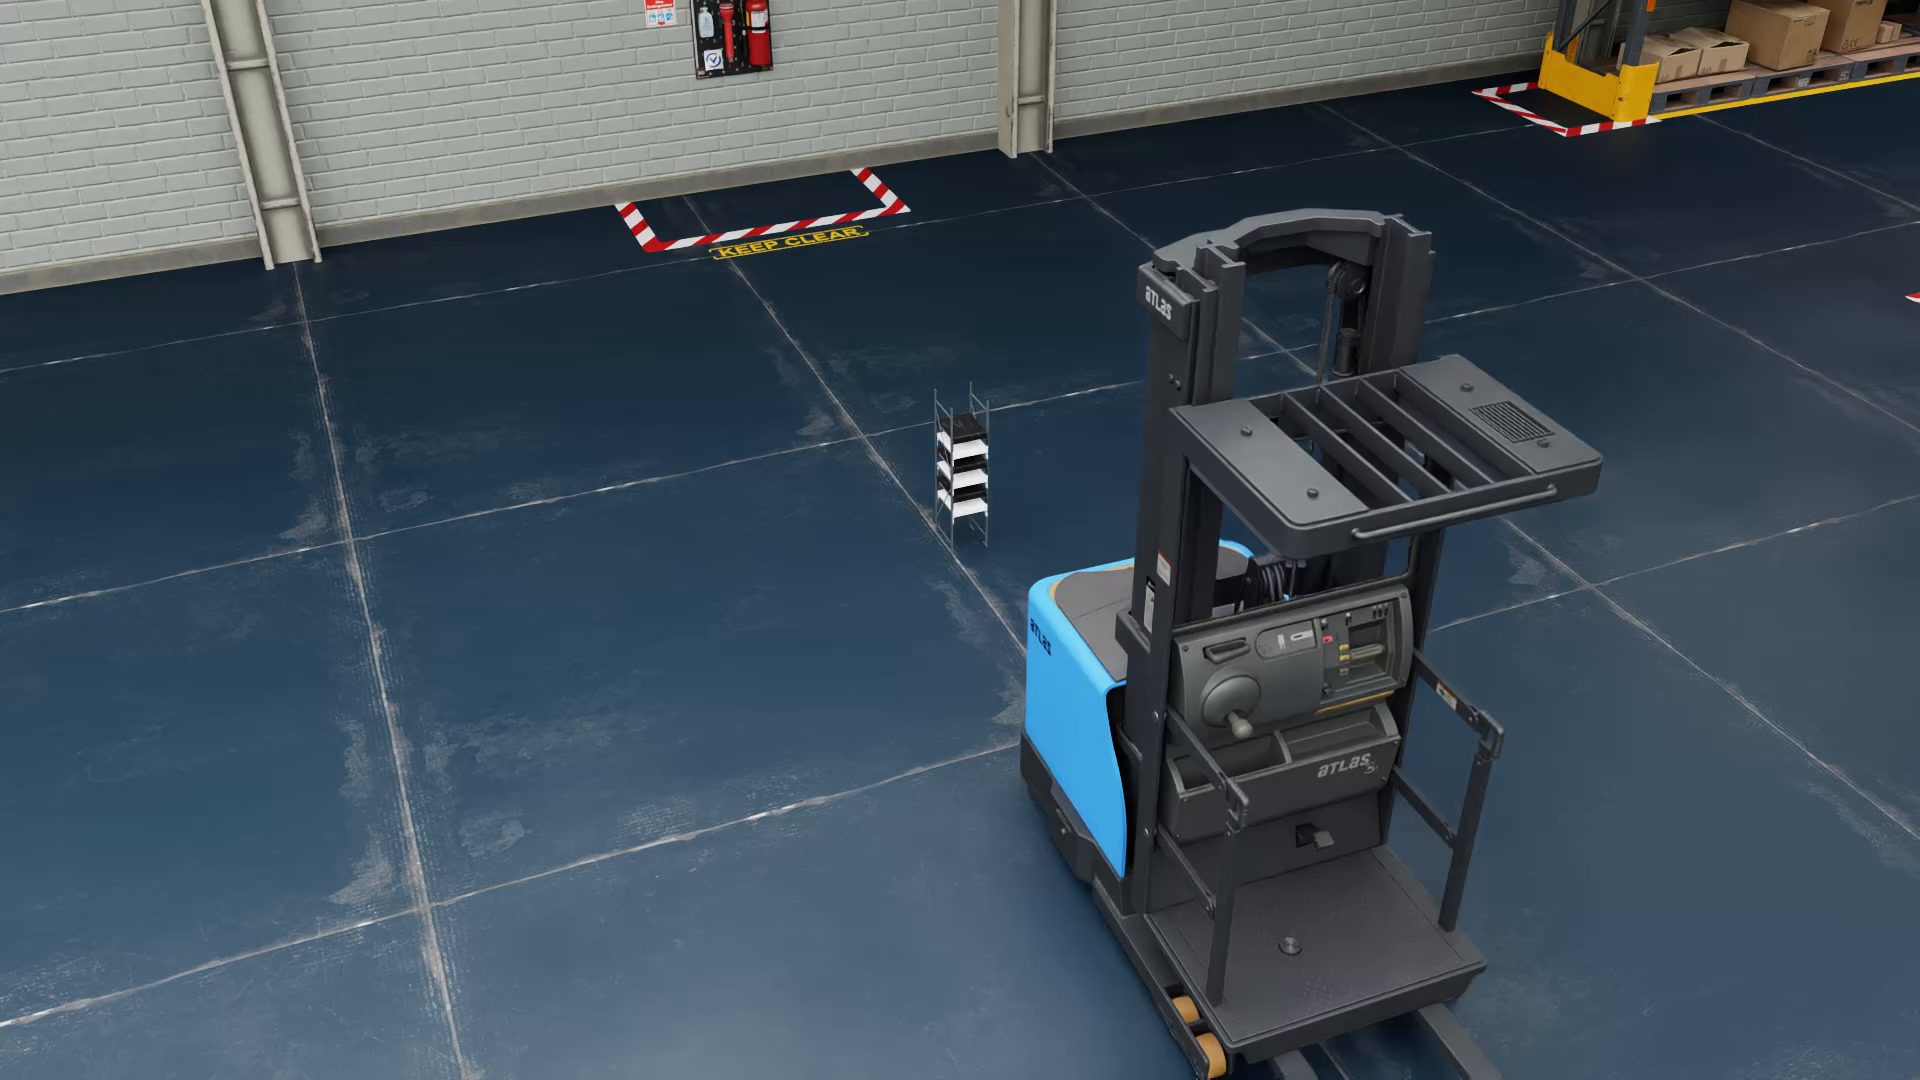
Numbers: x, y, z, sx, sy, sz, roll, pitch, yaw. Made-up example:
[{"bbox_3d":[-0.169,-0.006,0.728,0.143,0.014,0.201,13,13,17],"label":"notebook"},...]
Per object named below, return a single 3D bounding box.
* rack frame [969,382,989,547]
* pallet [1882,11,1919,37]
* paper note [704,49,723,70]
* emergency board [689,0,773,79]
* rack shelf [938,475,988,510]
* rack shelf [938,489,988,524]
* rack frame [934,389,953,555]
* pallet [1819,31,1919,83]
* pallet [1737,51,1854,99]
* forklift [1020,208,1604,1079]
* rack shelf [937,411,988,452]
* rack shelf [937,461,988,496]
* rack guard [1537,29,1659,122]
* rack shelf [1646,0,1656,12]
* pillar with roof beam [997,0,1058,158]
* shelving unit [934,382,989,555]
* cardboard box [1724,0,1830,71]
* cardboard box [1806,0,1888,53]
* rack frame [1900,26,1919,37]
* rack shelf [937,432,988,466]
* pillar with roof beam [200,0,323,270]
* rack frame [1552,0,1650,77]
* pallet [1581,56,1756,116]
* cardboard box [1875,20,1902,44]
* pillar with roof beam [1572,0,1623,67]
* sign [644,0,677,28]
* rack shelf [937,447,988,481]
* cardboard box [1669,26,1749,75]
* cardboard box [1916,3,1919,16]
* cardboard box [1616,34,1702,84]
[{"bbox_3d":[0.101,-0.400,8.958,0.006,0.900,0.240,-13,35,-19],"label":"rack frame"},{"bbox_3d":[10.186,-5.152,16.893,1.213,0.211,1.003,-13,35,-19],"label":"pallet"},{"bbox_3d":[-1.925,-3.753,12.993,0.142,0.148,0.016,-13,35,-19],"label":"paper note"},{"bbox_3d":[-1.735,-4.125,12.757,0.643,1.169,0.194,-13,35,-19],"label":"emergency board"},{"bbox_3d":[0.007,-0.276,8.992,0.200,0.077,0.258,-13,35,-19],"label":"rack shelf"},{"bbox_3d":[0.007,-0.200,9.042,0.200,0.077,0.258,-13,35,-19],"label":"rack shelf"},{"bbox_3d":[-0.086,-0.357,8.892,0.006,0.900,0.240,-13,35,-19],"label":"rack frame"},{"bbox_3d":[8.863,-4.828,16.394,1.213,0.211,1.003,-13,35,-19],"label":"pallet"},{"bbox_3d":[7.736,-4.568,15.995,1.213,0.211,1.003,-13,35,-19],"label":"pallet"},{"bbox_3d":[1.273,0.494,5.721,1.130,2.935,3.031,-12,35,-18],"label":"forklift"},{"bbox_3d":[0.007,-0.577,8.796,0.200,0.077,0.258,-13,35,-19],"label":"rack shelf"},{"bbox_3d":[0.007,-0.351,8.943,0.200,0.077,0.258,-13,35,-19],"label":"rack shelf"},{"bbox_3d":[5.850,-4.280,15.287,0.348,0.500,1.175,-13,35,-19],"label":"rack guard"},{"bbox_3d":[7.624,-5.432,15.426,4.000,0.370,1.077,-13,35,-19],"label":"rack shelf"},{"bbox_3d":[2.225,-4.977,8.566,0.400,9.000,9.100,-13,35,-19],"label":"pillar with roof beam"},{"bbox_3d":[0.007,-0.379,8.925,0.210,0.900,0.258,-13,35,-19],"label":"shelving unit"},{"bbox_3d":[7.674,-4.799,15.682,0.500,0.500,0.700,-15,36,-22],"label":"cardboard box"},{"bbox_3d":[8.527,-5.053,16.073,0.500,0.500,0.500,-16,36,-22],"label":"cardboard box"},{"bbox_3d":[9.468,-6.156,15.879,0.127,3.000,1.000,-13,35,-19],"label":"rack frame"},{"bbox_3d":[0.007,-0.502,8.845,0.200,0.077,0.258,-13,35,-19],"label":"rack shelf"},{"bbox_3d":[-3.307,-3.710,6.619,0.400,9.000,9.100,-13,35,-19],"label":"pillar with roof beam"},{"bbox_3d":[5.780,-5.311,14.581,0.127,3.000,1.000,-13,35,-19],"label":"rack frame"},{"bbox_3d":[6.613,-4.312,15.602,1.213,0.211,1.003,-13,35,-19],"label":"pallet"},{"bbox_3d":[8.987,-5.025,16.335,0.250,0.166,0.380,-18,37,-25],"label":"cardboard box"},{"bbox_3d":[7.757,-6.244,10.513,0.400,9.000,9.100,-13,35,-19],"label":"pillar with roof beam"},{"bbox_3d":[-2.284,-4.075,12.648,0.234,0.329,0.001,-13,35,-19],"label":"sign"},{"bbox_3d":[0.007,-0.426,8.894,0.200,0.077,0.258,-13,35,-19],"label":"rack shelf"},{"bbox_3d":[6.979,-4.590,15.534,0.500,0.311,0.500,-10,34,-15],"label":"cardboard box"},{"bbox_3d":[10.141,-5.456,16.692,0.500,0.500,0.700,-12,35,-17],"label":"cardboard box"},{"bbox_3d":[6.453,-4.470,15.349,0.500,0.311,0.500,-17,37,-24],"label":"cardboard box"}]
